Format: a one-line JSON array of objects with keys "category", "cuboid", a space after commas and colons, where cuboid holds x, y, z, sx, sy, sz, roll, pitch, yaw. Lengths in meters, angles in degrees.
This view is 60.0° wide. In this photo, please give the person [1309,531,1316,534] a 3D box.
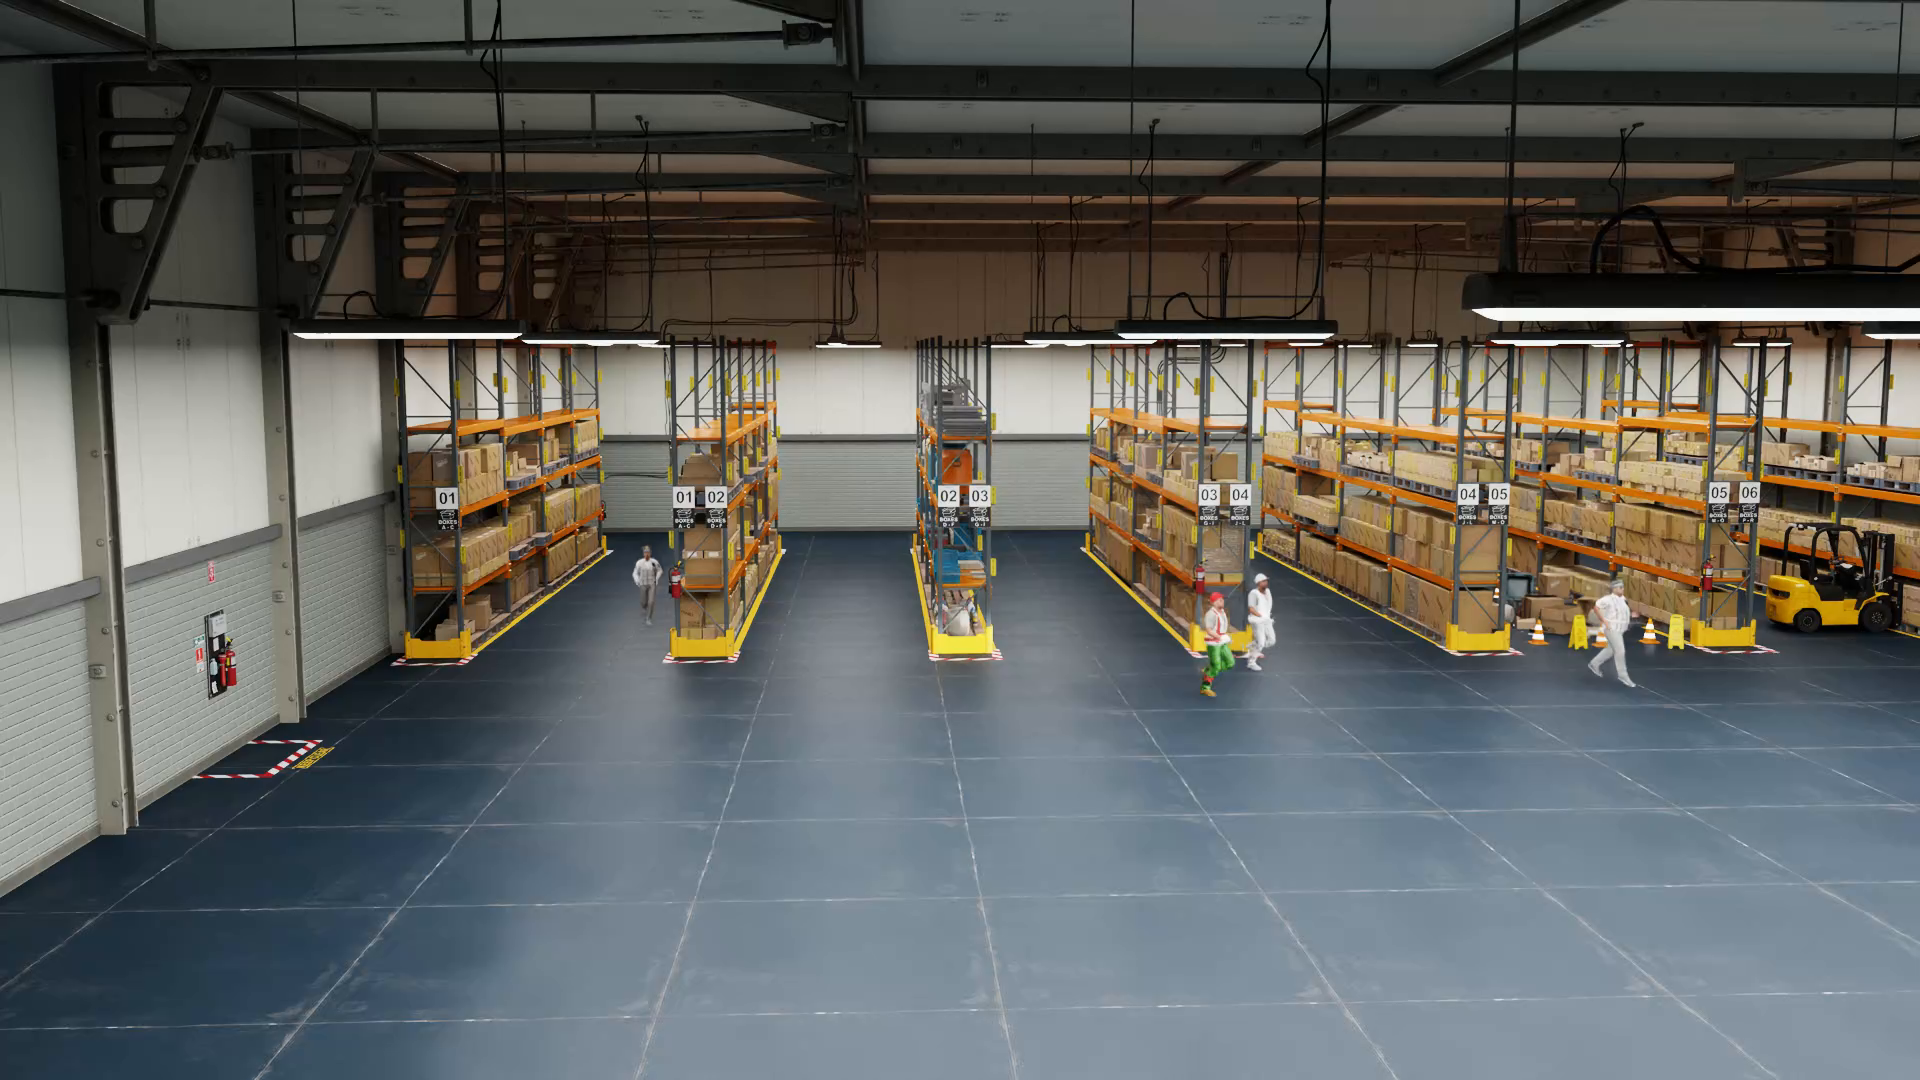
[{"category": "person", "cuboid": [10.287, -0.666, 48.721, 0.708, 1.708, 0.597, -5, 8, -38]}]

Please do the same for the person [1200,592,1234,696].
[{"category": "person", "cuboid": [4.309, 1.727, 27.653, 0.650, 1.740, 0.692, 5, 8, 36]}]

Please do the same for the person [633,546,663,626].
[{"category": "person", "cuboid": [-6.560, 0.942, 34.991, 0.617, 1.671, 0.661, -1, 7, -11]}]

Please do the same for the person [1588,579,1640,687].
[{"category": "person", "cuboid": [11.323, 1.574, 28.791, 0.654, 1.826, 0.918, -6, 9, -44]}]

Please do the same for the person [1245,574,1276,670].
[{"category": "person", "cuboid": [5.426, 1.469, 29.961, 0.667, 1.740, 0.711, 6, 9, 43]}]
